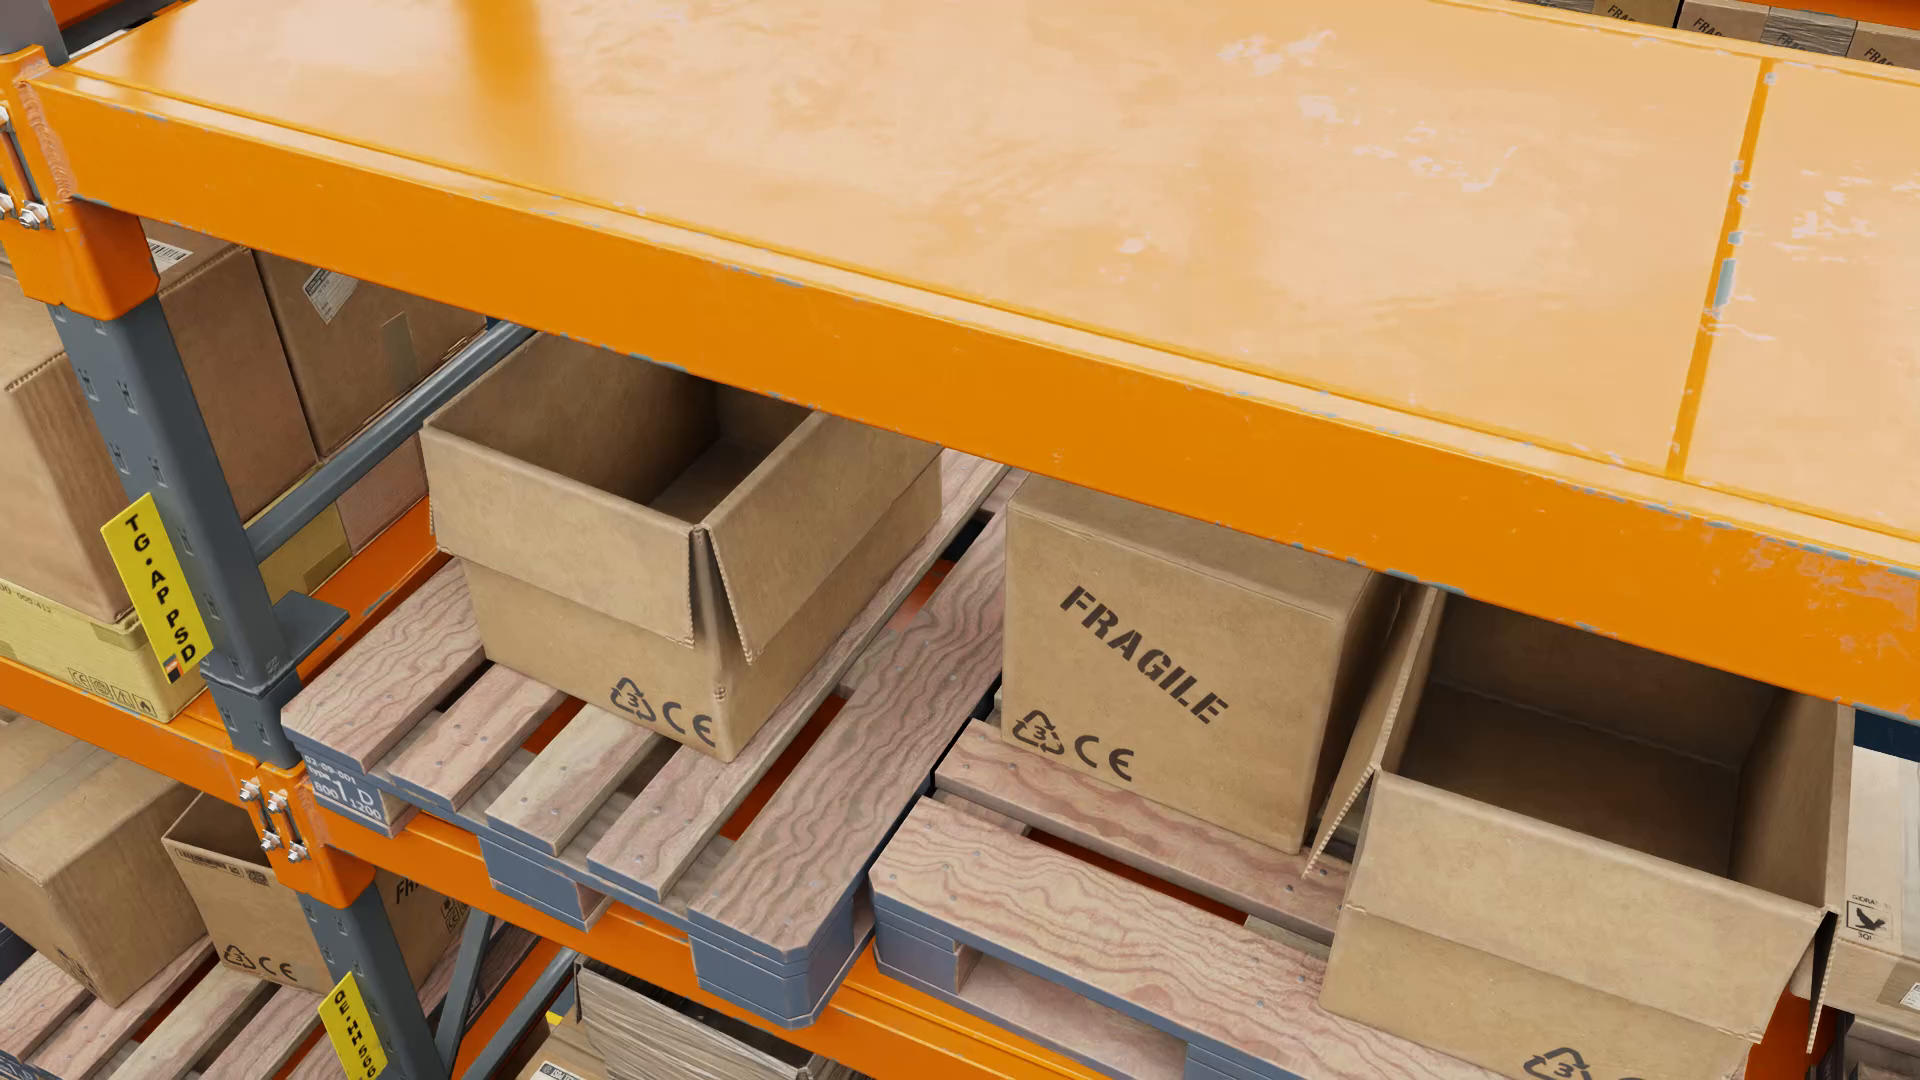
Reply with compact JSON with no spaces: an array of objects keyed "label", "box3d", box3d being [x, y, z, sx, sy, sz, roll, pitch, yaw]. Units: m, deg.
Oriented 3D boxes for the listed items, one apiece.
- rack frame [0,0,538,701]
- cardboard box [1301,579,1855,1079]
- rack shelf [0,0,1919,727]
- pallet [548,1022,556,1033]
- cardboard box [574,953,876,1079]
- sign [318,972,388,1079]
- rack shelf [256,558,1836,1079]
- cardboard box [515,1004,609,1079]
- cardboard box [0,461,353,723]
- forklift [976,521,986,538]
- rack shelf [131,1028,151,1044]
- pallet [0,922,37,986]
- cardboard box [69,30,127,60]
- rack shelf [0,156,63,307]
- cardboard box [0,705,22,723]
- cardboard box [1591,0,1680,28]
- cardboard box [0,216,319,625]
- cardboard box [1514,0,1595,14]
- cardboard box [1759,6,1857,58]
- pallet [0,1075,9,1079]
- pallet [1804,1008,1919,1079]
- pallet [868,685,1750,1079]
[{"label":"rack frame","box3d":[-1.002,-1.182,2.127,0.127,3.000,1.000,17,44,19]},{"label":"cardboard box","box3d":[0.858,0.307,2.300,0.637,0.503,0.797,16,44,18]},{"label":"rack shelf","box3d":[0.810,-0.205,1.855,4.000,0.370,1.077,17,44,19]},{"label":"pallet","box3d":[-1.710,1.921,5.256,1.213,0.211,1.003,17,44,19]},{"label":"cardboard box","box3d":[-0.347,0.880,3.486,0.637,0.503,0.797,18,44,20]},{"label":"sign","box3d":[-1.223,1.002,3.364,0.005,0.325,0.100,17,44,19]},{"label":"rack shelf","box3d":[0.810,0.777,2.706,4.000,0.370,1.077,17,44,19]},{"label":"cardboard box","box3d":[-0.677,1.343,3.718,0.500,0.500,0.500,18,44,20]},{"label":"cardboard box","box3d":[-1.537,0.022,3.143,0.500,0.250,0.500,17,44,19]},{"label":"forklift","box3d":[-16.638,-9.661,16.610,10.823,2.843,42.501,-28,48,-29]},{"label":"rack shelf","box3d":[-2.815,0.803,4.967,4.000,0.370,1.077,17,44,19]},{"label":"pallet","box3d":[-2.814,0.633,4.759,1.213,0.211,1.003,17,44,19]},{"label":"cardboard box","box3d":[-1.778,-0.701,3.404,0.500,0.500,0.500,17,44,19]},{"label":"rack shelf","box3d":[-2.815,-1.313,3.133,4.000,0.370,1.077,17,44,19]},{"label":"cardboard box","box3d":[-2.424,0.382,4.697,0.500,0.250,0.500,16,43,17]},{"label":"cardboard box","box3d":[4.410,-3.436,10.881,0.500,0.500,0.500,16,44,18]},{"label":"cardboard box","box3d":[-1.541,-0.259,2.894,0.500,0.500,0.500,18,44,20]},{"label":"cardboard box","box3d":[3.958,-3.578,11.045,0.500,0.500,0.500,15,43,17]},{"label":"cardboard box","box3d":[5.347,-3.155,10.557,0.500,0.500,0.500,18,44,19]},{"label":"pallet","box3d":[-2.812,1.583,5.647,1.213,0.211,1.003,17,44,19]},{"label":"pallet","box3d":[1.771,0.907,2.153,1.217,0.209,0.805,15,43,17]},{"label":"pallet","box3d":[0.618,0.478,2.647,1.213,0.211,1.003,19,44,21]}]
